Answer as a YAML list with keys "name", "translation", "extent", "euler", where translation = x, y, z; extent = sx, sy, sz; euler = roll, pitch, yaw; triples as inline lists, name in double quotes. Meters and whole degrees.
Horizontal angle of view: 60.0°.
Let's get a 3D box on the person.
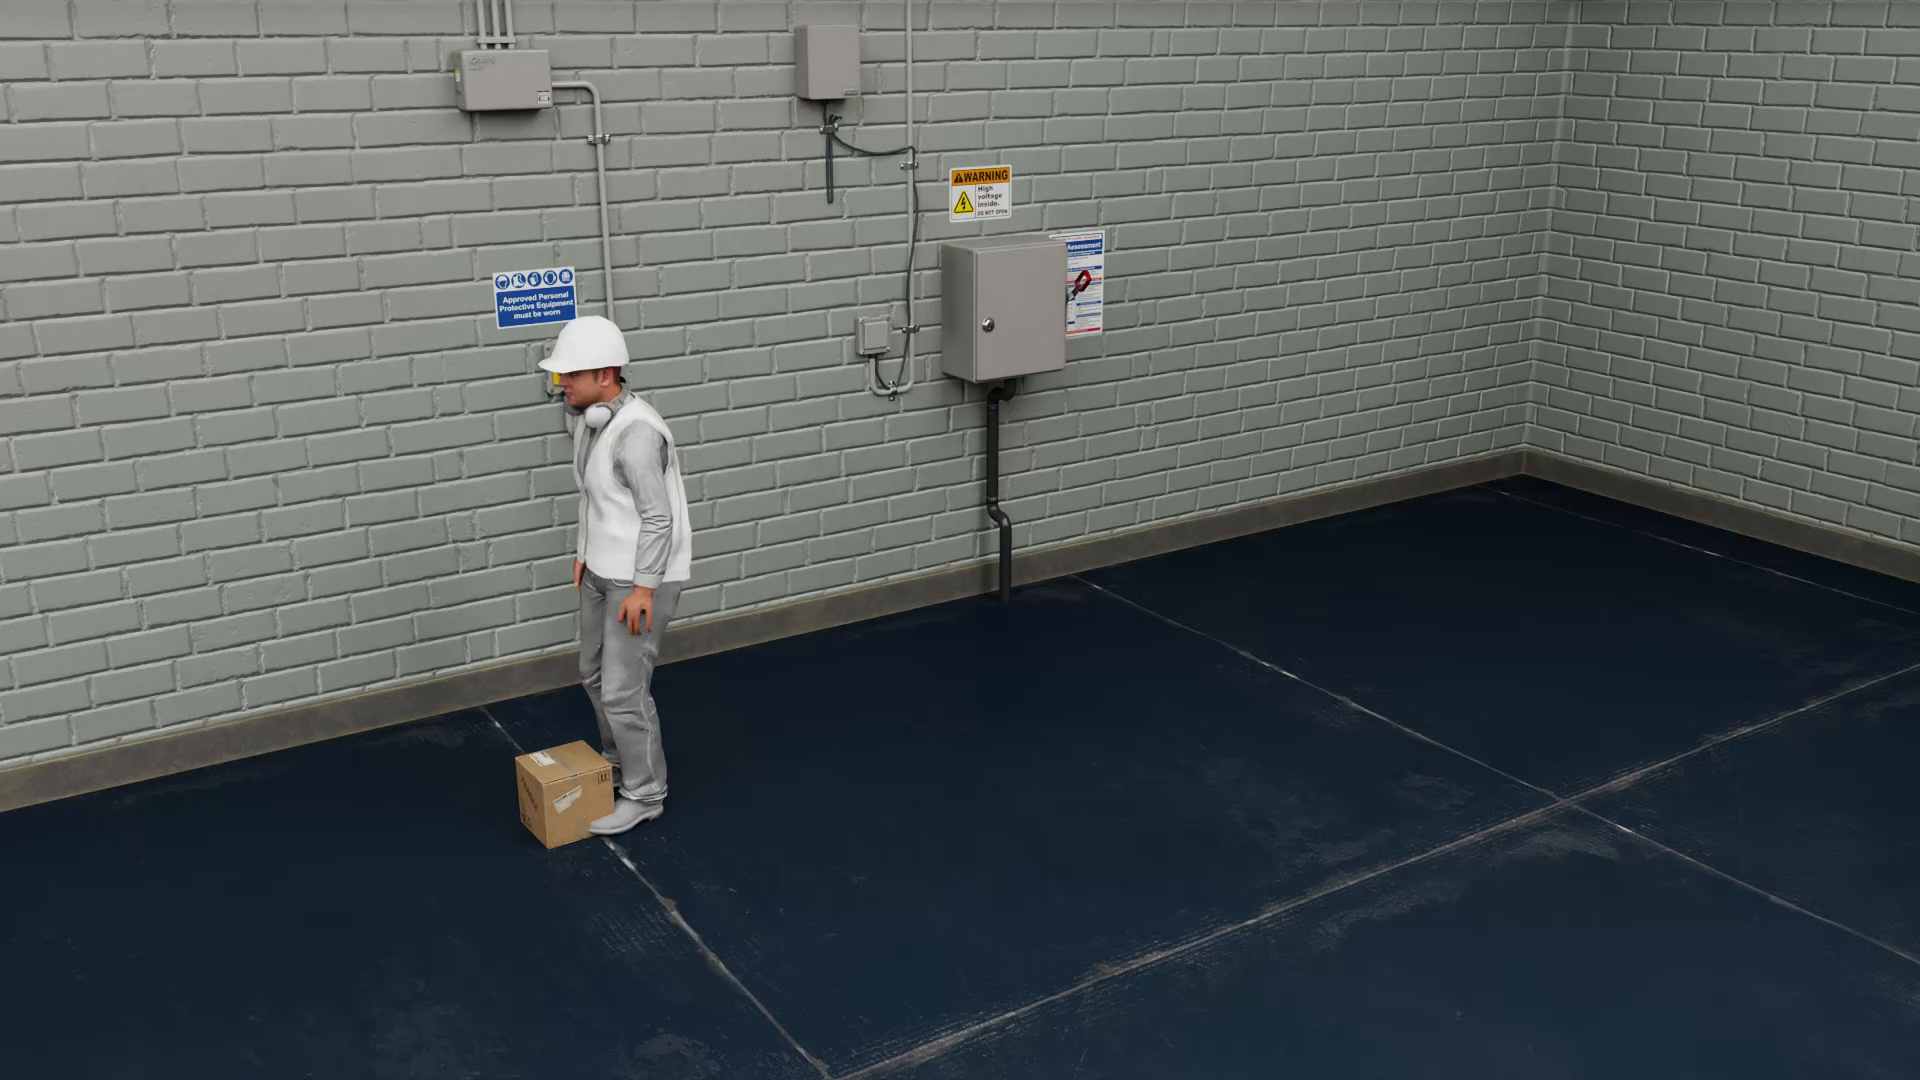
- name: "person"
  translation: [-1.159, 0.108, 5.679]
  extent: [0.464, 1.771, 0.580]
  euler: [-11, 21, -31]
